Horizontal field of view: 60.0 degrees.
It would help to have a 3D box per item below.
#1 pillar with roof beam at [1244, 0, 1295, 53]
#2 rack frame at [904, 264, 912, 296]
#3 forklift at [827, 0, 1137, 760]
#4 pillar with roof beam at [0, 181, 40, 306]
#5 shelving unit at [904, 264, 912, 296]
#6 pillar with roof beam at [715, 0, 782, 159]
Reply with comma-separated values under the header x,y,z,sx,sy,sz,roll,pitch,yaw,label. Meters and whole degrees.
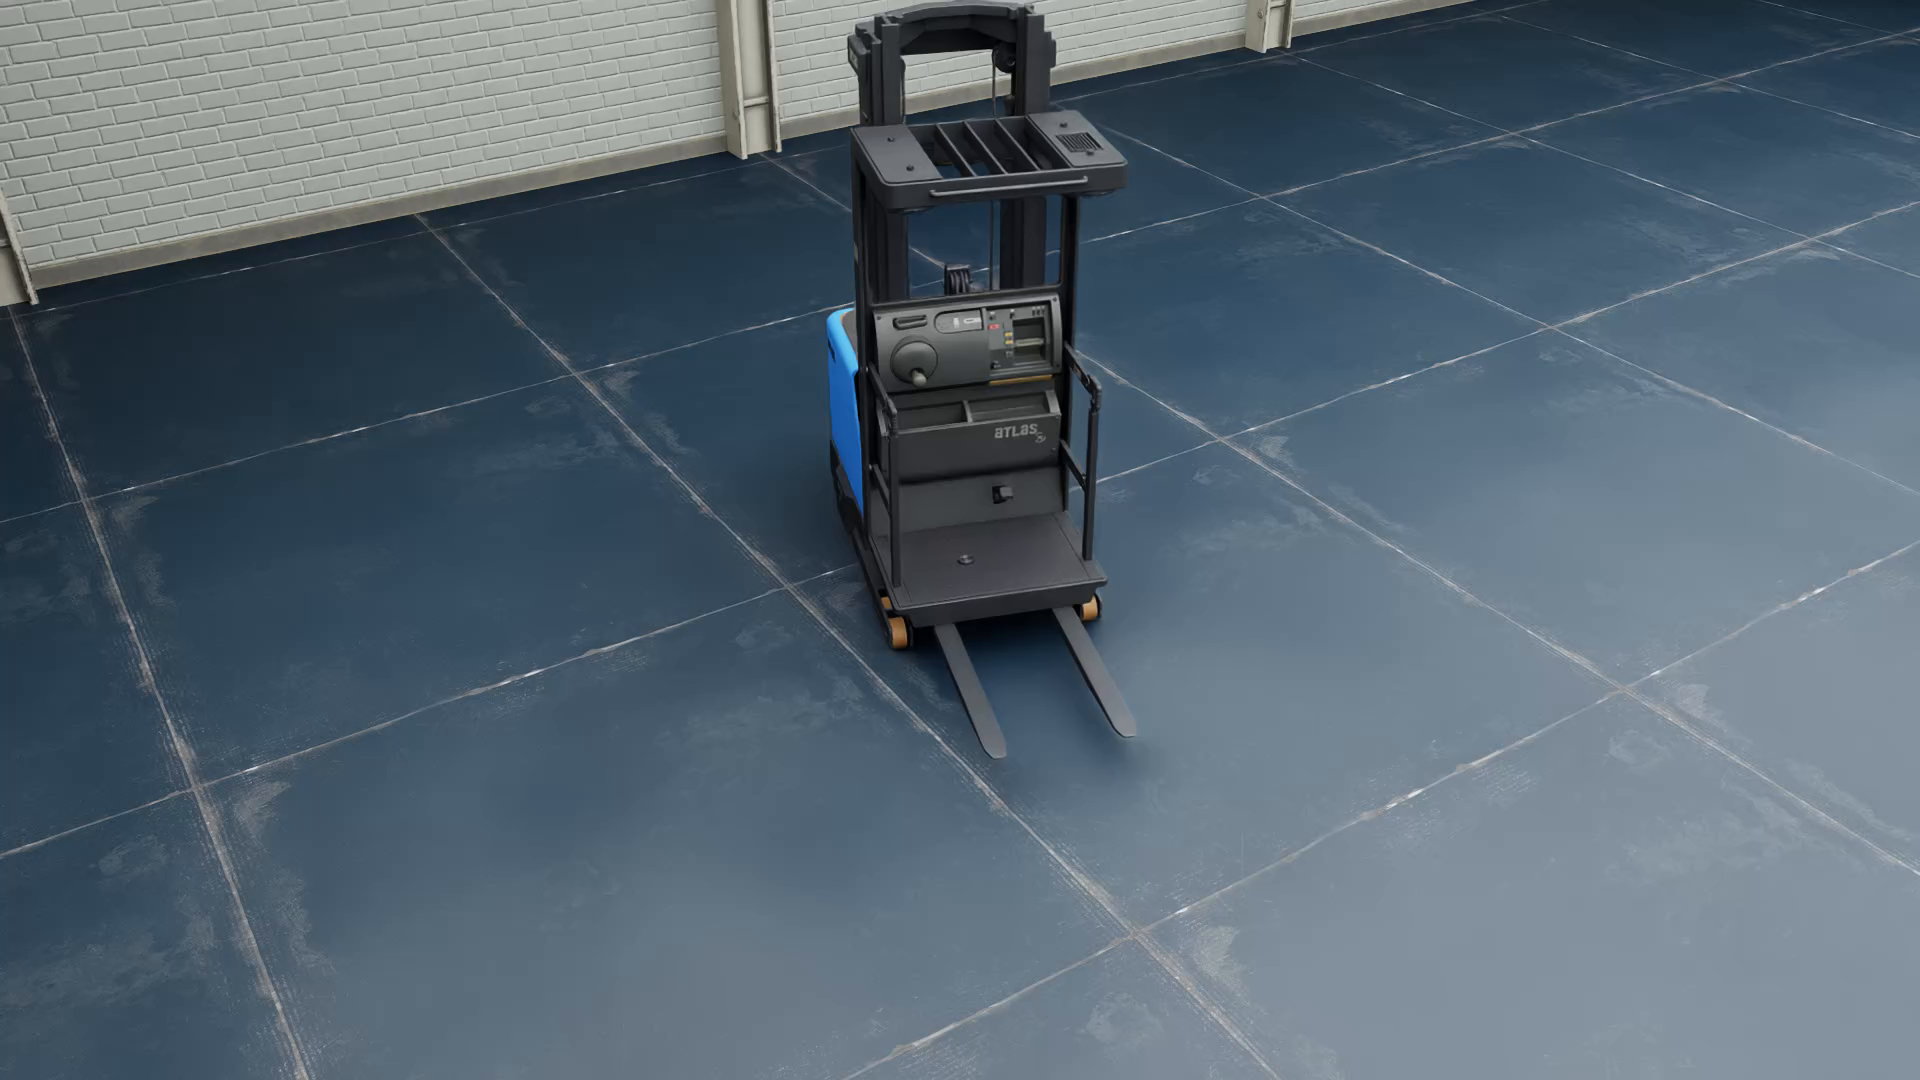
x,y,z,sx,sy,sz,roll,pitch,yaw,label
5.554,-7.058,12.005,0.400,9.000,9.100,-19,37,-27,pillar with roof beam
-0.346,-1.094,9.849,0.006,1.200,0.240,-26,38,-35,rack frame
0.099,-0.916,7.955,1.130,2.935,3.031,-8,33,-12,forklift
-4.532,-3.590,6.506,0.400,9.000,9.100,-19,37,-27,pillar with roof beam
-0.413,-1.061,9.796,0.189,1.200,0.258,-26,38,-35,shelving unit
0.511,-5.324,9.255,0.400,9.000,9.100,-19,37,-27,pillar with roof beam
